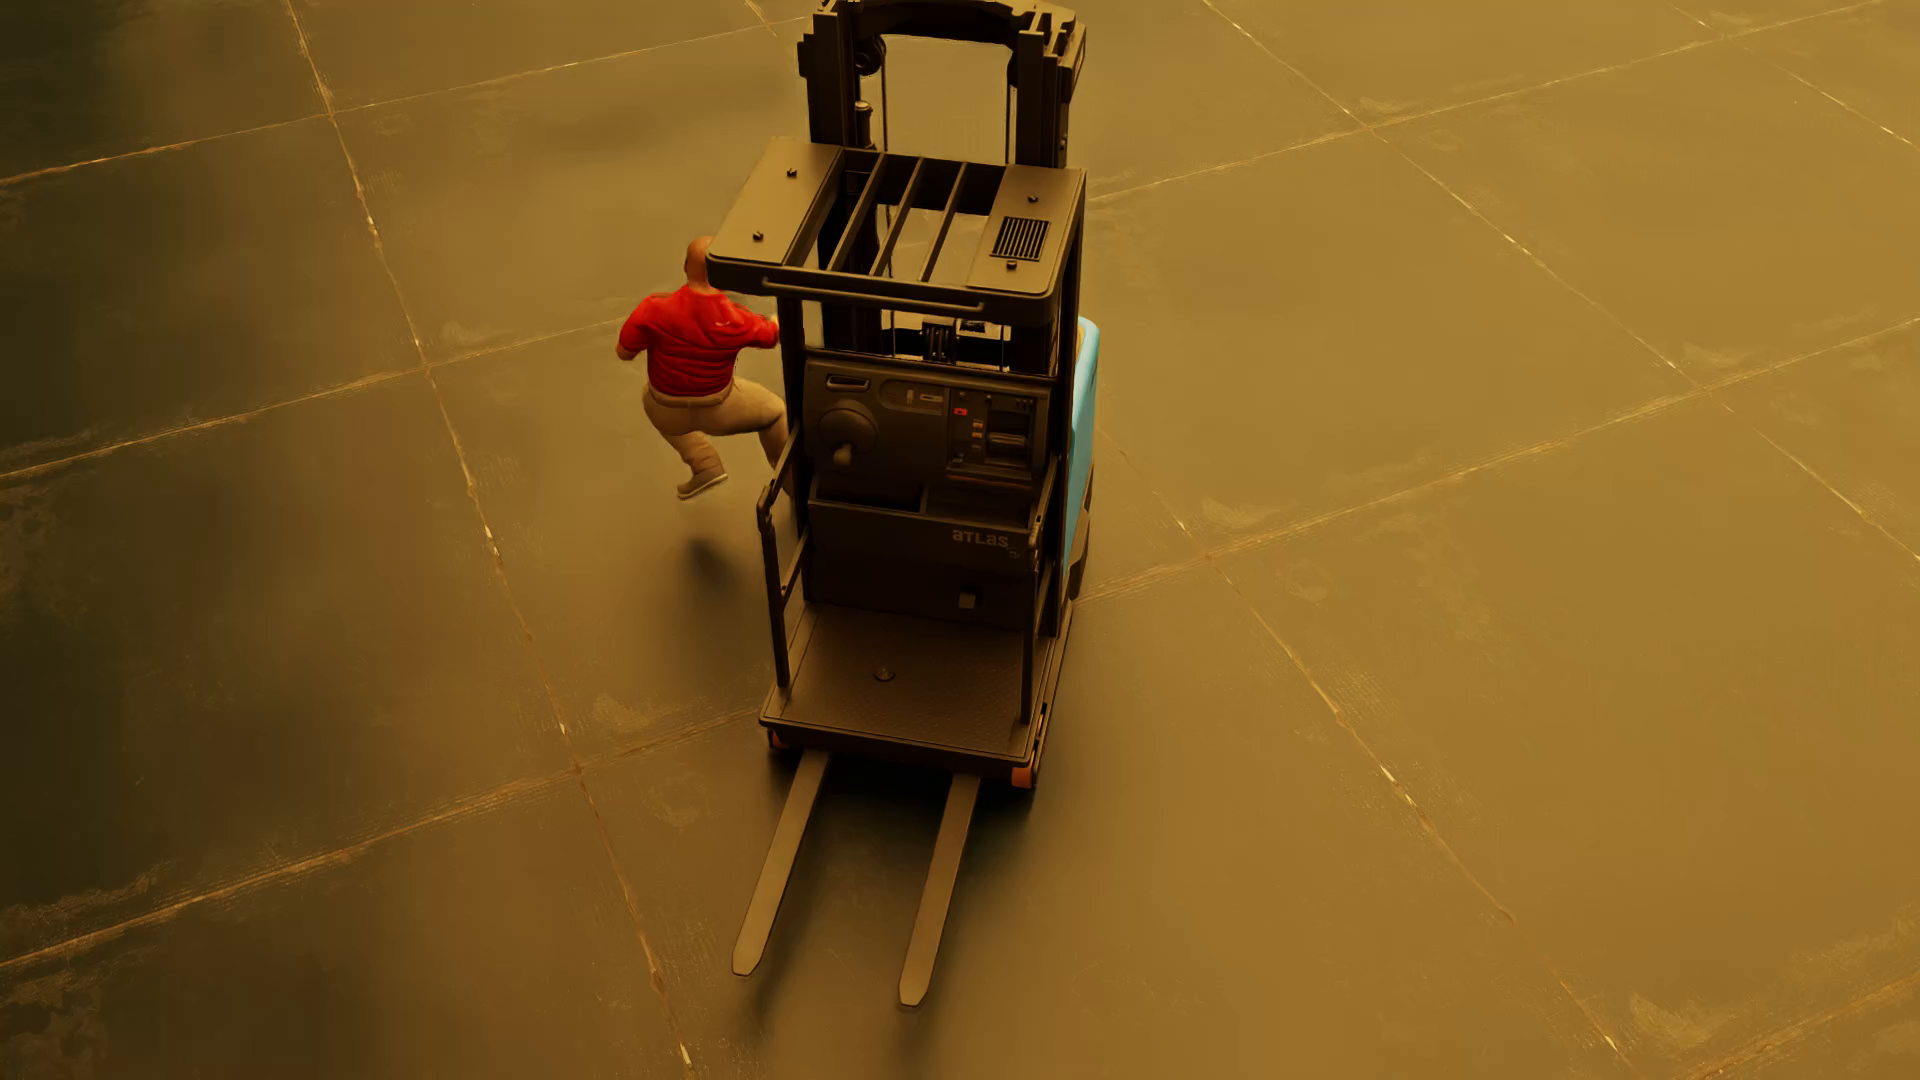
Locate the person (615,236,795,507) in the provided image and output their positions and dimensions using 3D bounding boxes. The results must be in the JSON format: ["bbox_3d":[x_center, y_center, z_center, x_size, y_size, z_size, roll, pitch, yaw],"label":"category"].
[{"bbox_3d":[-1.098,-0.765,7.519,0.816,1.600,0.690,-2,43,-2],"label":"person"}]

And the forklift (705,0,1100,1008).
[{"bbox_3d":[-0.172,-0.346,6.051,1.130,2.935,3.031,8,44,8],"label":"forklift"}]
